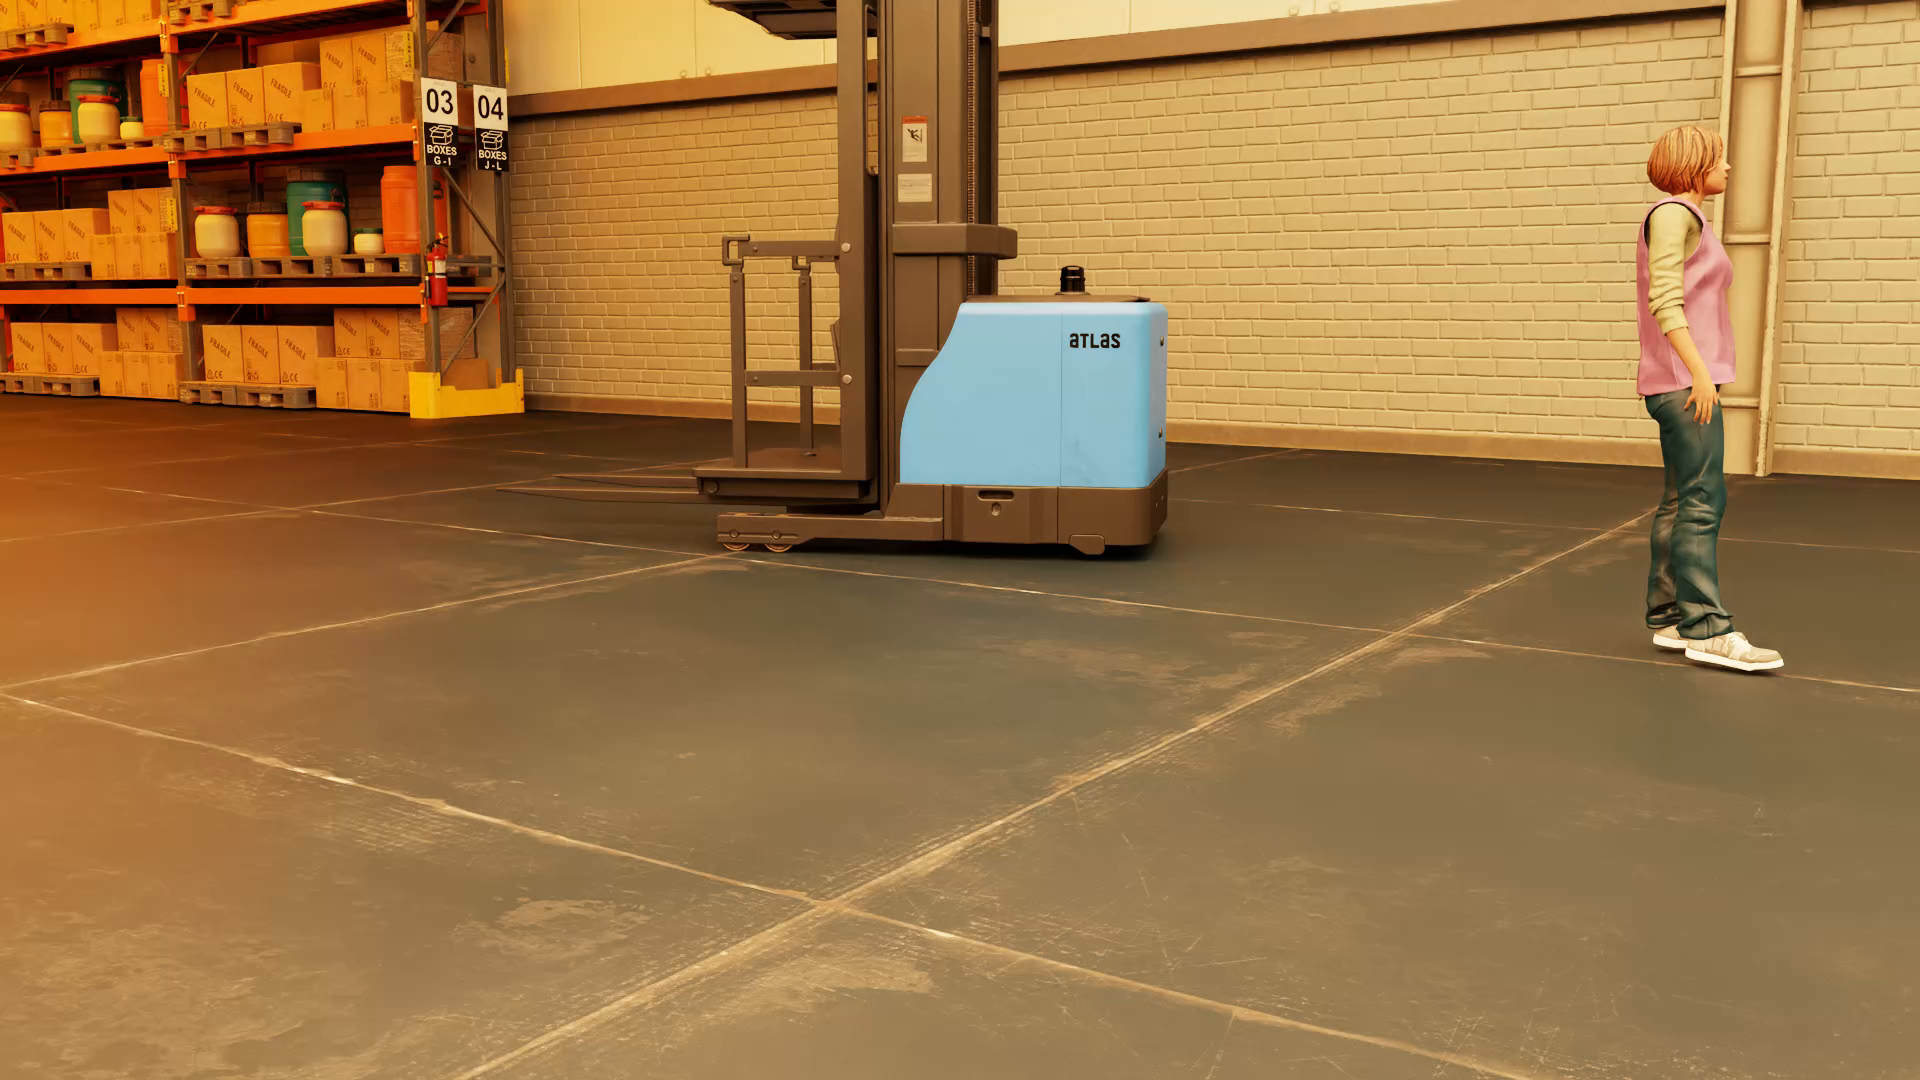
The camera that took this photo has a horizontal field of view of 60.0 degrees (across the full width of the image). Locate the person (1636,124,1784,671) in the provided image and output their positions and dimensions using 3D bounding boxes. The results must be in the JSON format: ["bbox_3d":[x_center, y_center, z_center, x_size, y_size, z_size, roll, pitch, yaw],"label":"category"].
[{"bbox_3d":[2.273,-0.444,5.012,0.474,1.594,0.519,4,9,26],"label":"person"}]

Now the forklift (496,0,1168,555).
[{"bbox_3d":[-0.596,-1.469,7.520,3.031,2.935,1.130,2,8,12],"label":"forklift"}]
